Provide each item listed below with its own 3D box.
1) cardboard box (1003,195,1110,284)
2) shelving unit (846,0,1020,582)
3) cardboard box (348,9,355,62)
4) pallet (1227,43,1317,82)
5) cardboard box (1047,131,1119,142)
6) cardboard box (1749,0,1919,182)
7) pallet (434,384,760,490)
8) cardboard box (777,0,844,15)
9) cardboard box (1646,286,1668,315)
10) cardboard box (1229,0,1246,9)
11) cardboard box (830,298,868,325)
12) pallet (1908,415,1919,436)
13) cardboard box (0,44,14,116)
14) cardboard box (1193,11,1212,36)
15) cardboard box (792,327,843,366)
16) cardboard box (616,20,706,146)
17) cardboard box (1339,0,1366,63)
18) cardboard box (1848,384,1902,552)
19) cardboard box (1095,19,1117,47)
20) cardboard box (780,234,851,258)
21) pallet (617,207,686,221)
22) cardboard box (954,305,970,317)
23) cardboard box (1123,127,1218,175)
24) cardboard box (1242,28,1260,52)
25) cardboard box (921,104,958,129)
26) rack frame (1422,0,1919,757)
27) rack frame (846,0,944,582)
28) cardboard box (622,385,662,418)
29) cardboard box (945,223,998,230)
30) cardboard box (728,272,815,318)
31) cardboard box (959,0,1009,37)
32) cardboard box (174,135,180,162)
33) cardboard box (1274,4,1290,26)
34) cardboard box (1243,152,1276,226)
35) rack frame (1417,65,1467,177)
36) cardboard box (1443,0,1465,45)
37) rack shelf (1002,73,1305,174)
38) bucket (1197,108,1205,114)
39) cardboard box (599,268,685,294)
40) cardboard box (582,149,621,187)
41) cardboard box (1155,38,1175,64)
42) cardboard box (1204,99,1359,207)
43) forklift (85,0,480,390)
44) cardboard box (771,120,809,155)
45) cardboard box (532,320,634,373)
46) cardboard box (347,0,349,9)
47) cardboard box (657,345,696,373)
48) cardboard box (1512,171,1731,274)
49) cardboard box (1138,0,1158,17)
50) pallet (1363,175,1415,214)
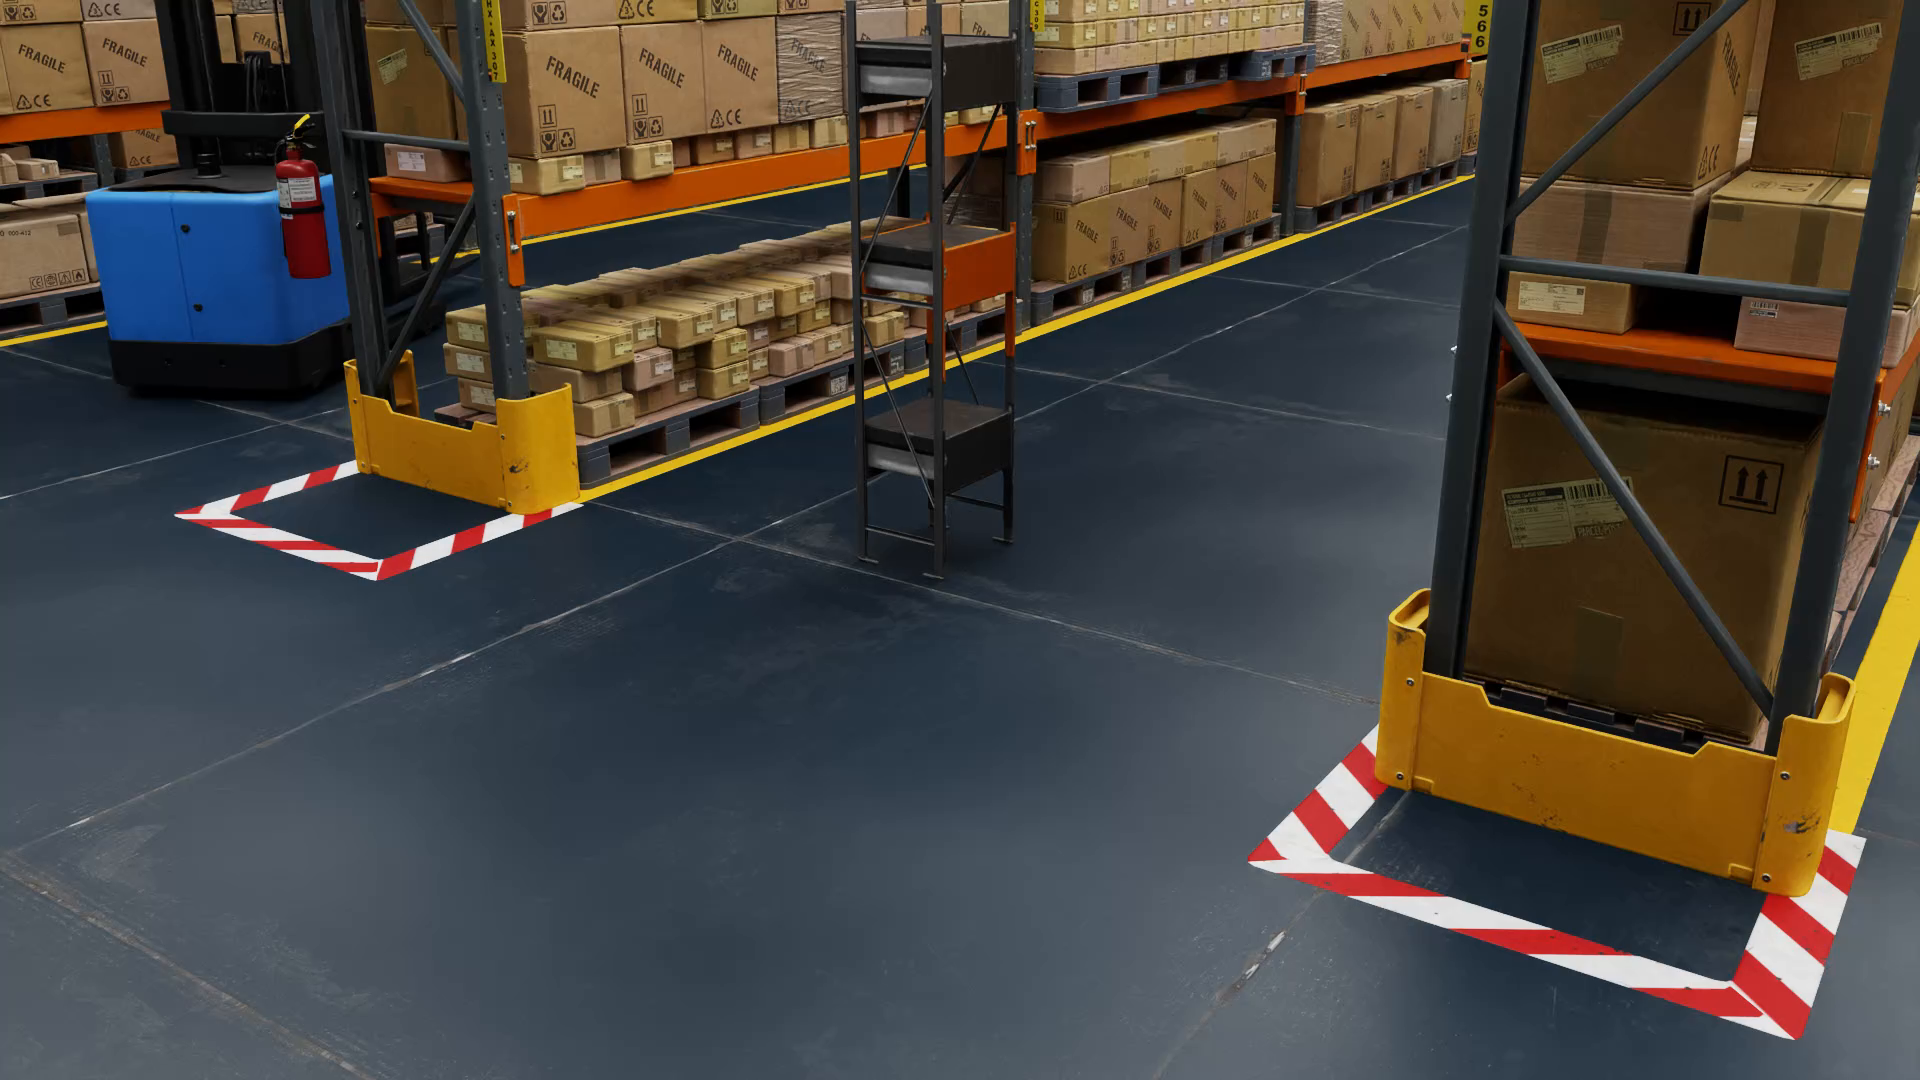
[{"bbox_3d":[0.624,-1.977,10.783,0.500,0.500,0.500,14,25,34],"label":"cardboard box"},{"bbox_3d":[-0.093,-0.937,6.272,0.431,2.100,0.503,13,24,32],"label":"shelving unit"},{"bbox_3d":[-4.496,-3.444,11.607,0.500,0.500,0.500,13,24,31],"label":"cardboard box"},{"bbox_3d":[1.925,-3.624,12.516,1.213,0.211,1.003,13,24,32],"label":"pallet"},{"bbox_3d":[0.784,-2.731,11.740,0.500,0.250,0.500,12,23,29],"label":"cardboard box"},{"bbox_3d":[2.560,-1.297,4.655,0.500,0.500,0.500,13,24,31],"label":"cardboard box"},{"bbox_3d":[-1.731,-0.584,8.041,1.003,0.211,1.213,13,24,32],"label":"pallet"},{"bbox_3d":[-0.915,-2.814,8.036,0.500,0.500,0.500,12,24,30],"label":"cardboard box"},{"bbox_3d":[1.858,-0.771,4.889,0.380,0.149,0.250,14,24,32],"label":"cardboard box"},{"bbox_3d":[1.764,-3.776,11.548,0.380,0.149,0.250,13,24,32],"label":"cardboard box"},{"bbox_3d":[-0.719,-1.276,8.966,0.380,0.149,0.250,12,23,29],"label":"cardboard box"},{"bbox_3d":[4.406,-0.724,8.418,1.003,0.211,1.213,13,24,32],"label":"pallet"},{"bbox_3d":[-5.903,-2.709,9.621,0.500,0.500,0.500,13,24,31],"label":"cardboard box"},{"bbox_3d":[1.468,-3.483,11.186,0.380,0.149,0.250,13,24,31],"label":"cardboard box"},{"bbox_3d":[-0.842,-1.038,8.753,0.380,0.149,0.250,13,24,32],"label":"cardboard box"},{"bbox_3d":[-1.499,-2.064,7.449,0.500,0.500,0.500,13,24,32],"label":"cardboard box"},{"bbox_3d":[2.997,-4.209,13.676,0.500,0.500,0.500,13,24,31],"label":"cardboard box"},{"bbox_3d":[3.091,-0.564,6.424,0.875,0.875,0.875,13,24,32],"label":"cardboard box"},{"bbox_3d":[0.735,-3.109,10.173,0.380,0.149,0.250,13,24,31],"label":"cardboard box"},{"bbox_3d":[-0.809,-1.643,9.531,0.380,0.149,0.250,13,24,30],"label":"cardboard box"},{"bbox_3d":[-3.105,-3.008,14.593,1.003,0.211,1.213,13,24,32],"label":"pallet"},{"bbox_3d":[-0.165,-1.415,9.770,0.380,0.149,0.250,14,25,33],"label":"cardboard box"},{"bbox_3d":[1.496,-2.779,11.870,0.500,0.250,0.500,14,24,33],"label":"cardboard box"},{"bbox_3d":[1.912,-3.572,11.855,0.380,0.149,0.250,13,24,31],"label":"cardboard box"},{"bbox_3d":[-0.232,-2.386,9.255,0.380,0.149,0.250,14,25,34],"label":"cardboard box"},{"bbox_3d":[1.786,-0.648,4.193,1.000,3.000,0.127,13,24,32],"label":"rack frame"},{"bbox_3d":[-0.230,-0.867,6.083,0.400,2.100,0.015,13,24,32],"label":"rack frame"},{"bbox_3d":[-1.621,-0.683,7.792,0.380,0.149,0.250,13,24,32],"label":"cardboard box"},{"bbox_3d":[0.004,-1.778,9.894,0.380,0.149,0.250,14,25,33],"label":"cardboard box"},{"bbox_3d":[-0.961,-1.249,8.463,0.380,0.149,0.250,14,24,33],"label":"cardboard box"},{"bbox_3d":[-0.049,-2.784,9.396,0.500,0.500,0.500,13,24,32],"label":"cardboard box"},{"bbox_3d":[-7.520,-3.969,16.170,0.500,0.500,0.500,13,24,31],"label":"cardboard box"},{"bbox_3d":[2.188,-3.851,12.180,0.380,0.149,0.250,14,25,34],"label":"cardboard box"},{"bbox_3d":[2.084,-2.724,12.804,0.500,0.500,0.500,13,24,32],"label":"cardboard box"},{"bbox_3d":[4.486,-5.087,16.194,1.000,3.000,0.127,13,24,32],"label":"rack frame"},{"bbox_3d":[4.414,-4.932,15.631,0.500,0.500,0.500,13,24,32],"label":"cardboard box"},{"bbox_3d":[1.113,-3.028,11.665,1.077,0.370,4.000,13,24,32],"label":"rack shelf"},{"bbox_3d":[2.656,-4.754,17.820,0.620,0.611,0.726,-24,30,-29],"label":"bucket"},{"bbox_3d":[-1.639,-1.294,8.587,0.380,0.149,0.250,14,25,34],"label":"cardboard box"},{"bbox_3d":[-1.697,-1.637,7.228,0.380,0.149,0.250,14,25,34],"label":"cardboard box"},{"bbox_3d":[1.170,-3.191,10.825,0.380,0.149,0.250,12,23,29],"label":"cardboard box"},{"bbox_3d":[2.654,-3.239,13.834,1.050,0.750,0.750,13,24,31],"label":"cardboard box"},{"bbox_3d":[-3.798,-2.627,9.642,1.130,2.935,3.031,2,20,7],"label":"forklift"},{"bbox_3d":[-0.972,-2.013,8.245,0.380,0.149,0.250,14,25,34],"label":"cardboard box"},{"bbox_3d":[-1.684,-0.867,7.432,0.380,0.149,0.250,12,23,29],"label":"cardboard box"},{"bbox_3d":[-4.490,-3.911,11.429,0.500,0.500,0.500,13,24,31],"label":"cardboard box"},{"bbox_3d":[-1.488,-0.899,7.947,0.380,0.149,0.250,14,24,33],"label":"cardboard box"},{"bbox_3d":[1.839,-0.908,4.683,0.500,0.250,0.500,13,24,31],"label":"cardboard box"},{"bbox_3d":[1.031,-3.399,10.529,0.380,0.149,0.250,13,24,31],"label":"cardboard box"},{"bbox_3d":[3.430,-3.192,15.090,1.003,0.211,1.213,13,24,32],"label":"pallet"}]
